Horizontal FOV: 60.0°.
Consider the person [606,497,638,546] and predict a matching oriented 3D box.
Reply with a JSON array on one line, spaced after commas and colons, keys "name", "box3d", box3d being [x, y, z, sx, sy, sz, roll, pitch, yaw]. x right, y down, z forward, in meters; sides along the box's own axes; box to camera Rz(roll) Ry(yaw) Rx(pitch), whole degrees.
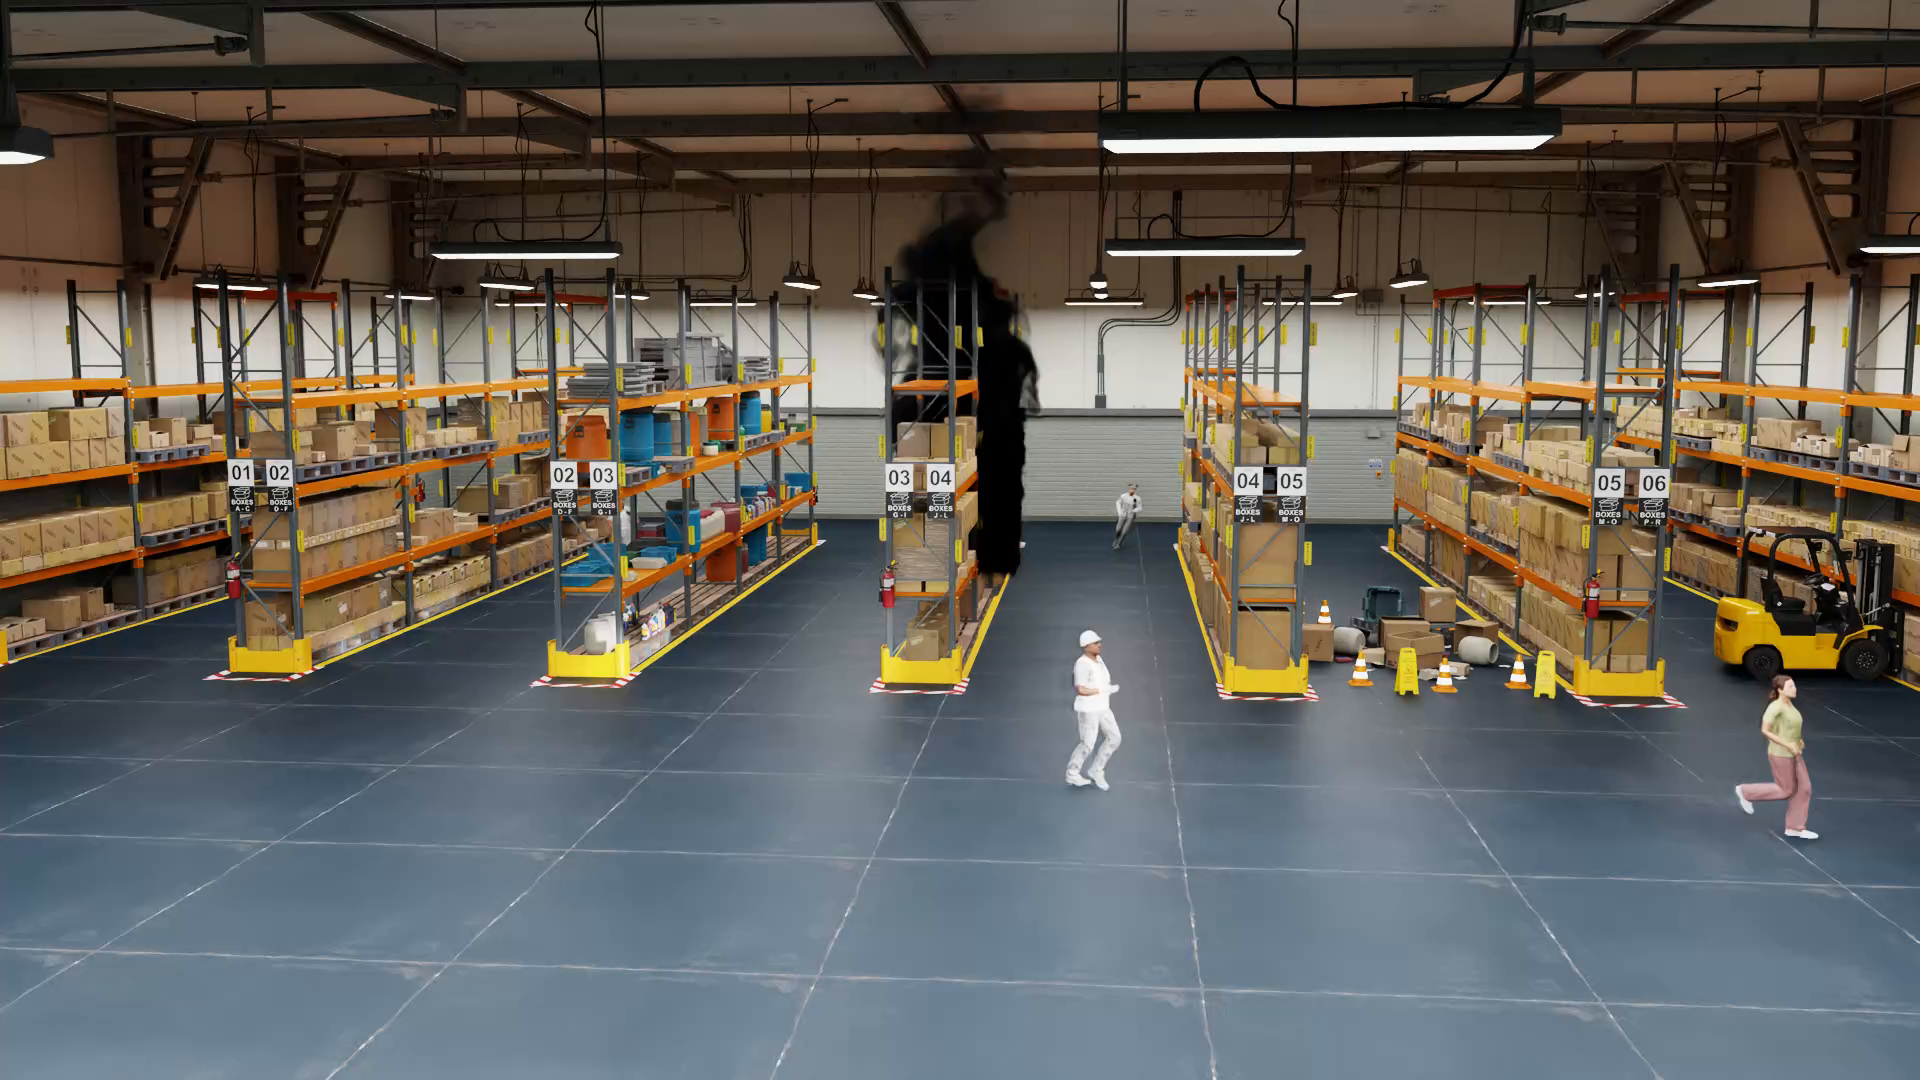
[{"name": "person", "box3d": [-7.068, -0.083, 34.773, 0.645, 1.789, 0.651, -1, 7, -7]}]

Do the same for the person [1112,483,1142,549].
[{"name": "person", "box3d": [3.929, -0.554, 39.211, 0.703, 1.590, 0.521, 1, 7, 12]}]

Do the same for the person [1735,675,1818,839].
[{"name": "person", "box3d": [8.324, 2.166, 16.836, 0.593, 1.631, 0.806, -6, 9, -41]}]

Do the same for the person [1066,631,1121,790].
[{"name": "person", "box3d": [1.502, 1.899, 18.385, 0.685, 1.807, 0.659, 4, 8, 32]}]
